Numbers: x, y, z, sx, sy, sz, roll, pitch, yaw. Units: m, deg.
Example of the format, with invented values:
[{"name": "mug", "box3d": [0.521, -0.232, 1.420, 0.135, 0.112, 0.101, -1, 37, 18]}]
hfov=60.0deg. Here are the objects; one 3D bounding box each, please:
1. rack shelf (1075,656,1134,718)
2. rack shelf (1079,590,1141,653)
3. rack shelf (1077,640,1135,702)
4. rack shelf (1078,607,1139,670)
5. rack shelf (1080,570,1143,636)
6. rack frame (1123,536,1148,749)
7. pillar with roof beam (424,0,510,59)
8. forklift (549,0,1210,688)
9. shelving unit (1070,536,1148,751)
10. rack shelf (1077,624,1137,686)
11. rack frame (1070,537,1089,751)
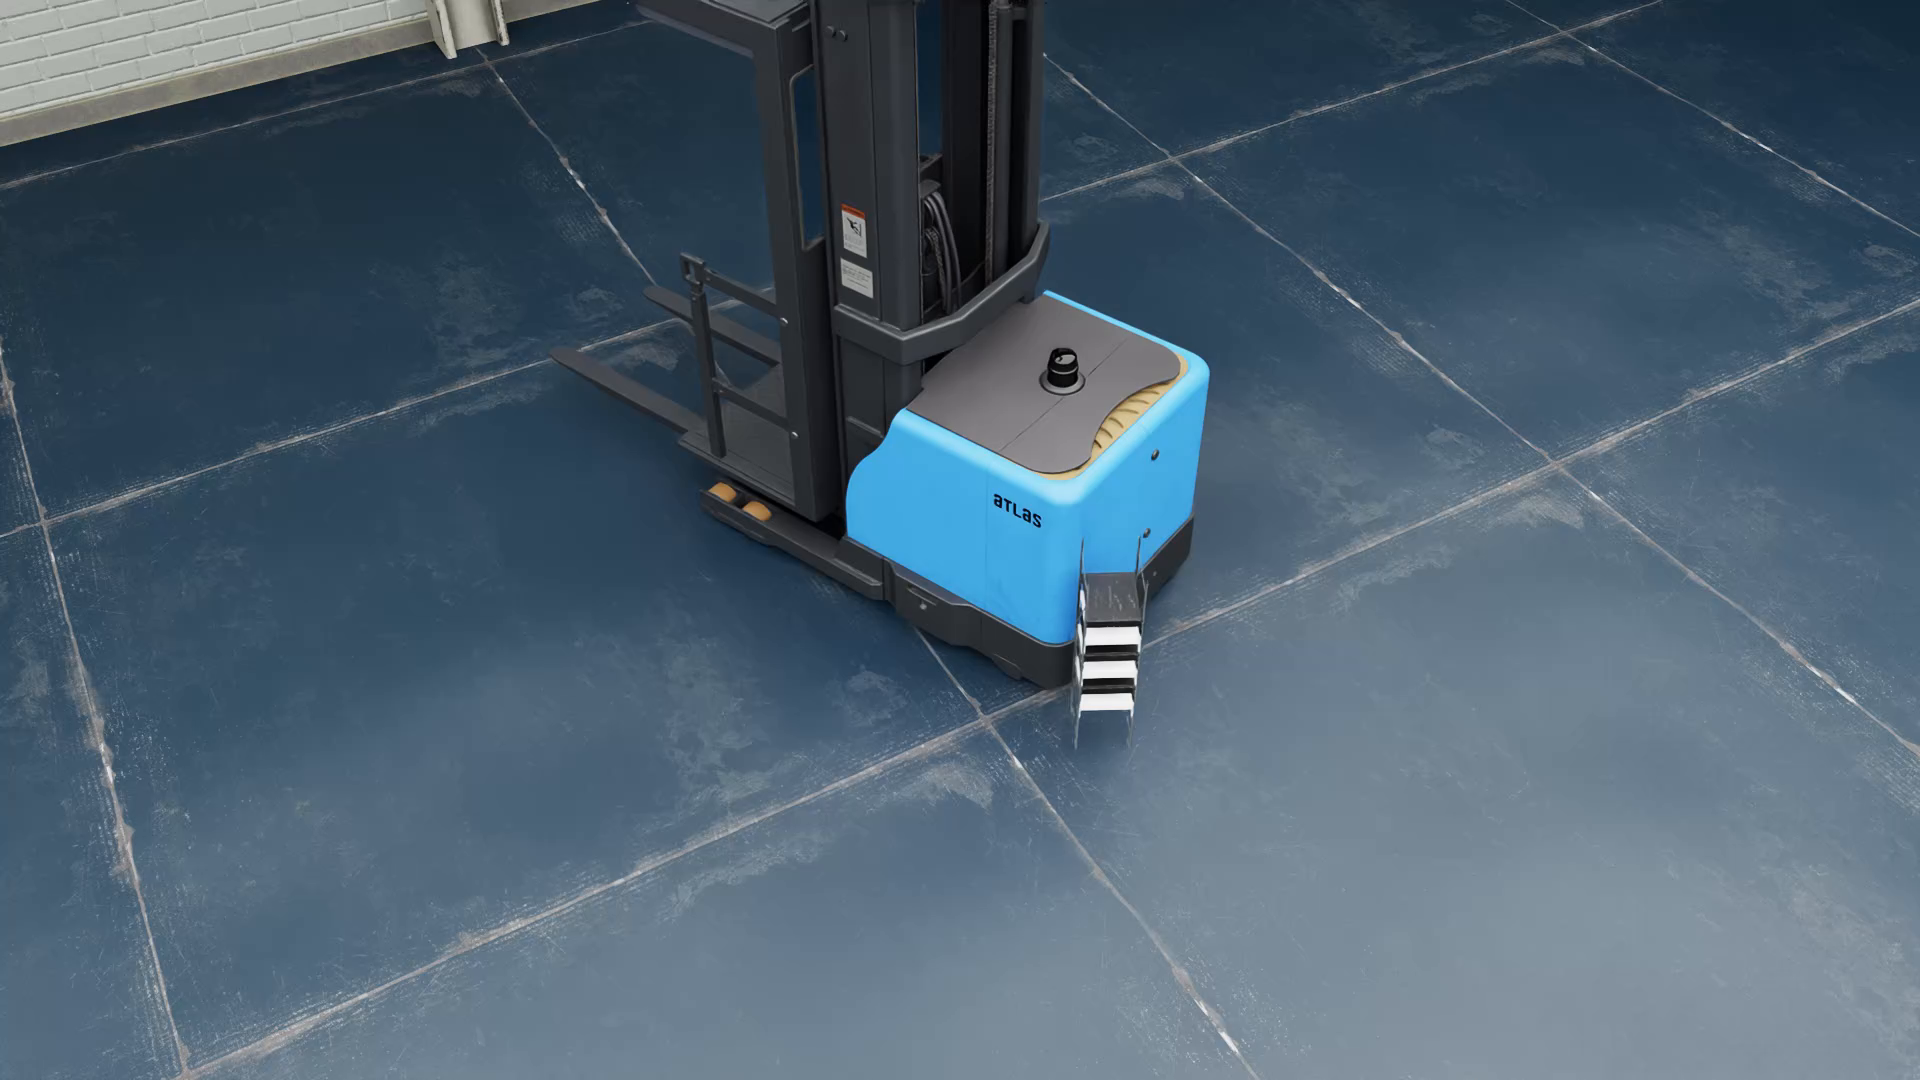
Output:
[{"name": "rack shelf", "box3d": [0.540, 0.548, 6.274, 0.200, 0.077, 0.258, -1, 44, -1]}, {"name": "rack shelf", "box3d": [0.540, 0.290, 6.023, 0.200, 0.077, 0.258, -1, 44, -1]}, {"name": "rack shelf", "box3d": [0.540, 0.484, 6.211, 0.200, 0.077, 0.258, -1, 44, -1]}, {"name": "rack shelf", "box3d": [0.540, 0.355, 6.086, 0.200, 0.077, 0.258, -1, 44, -1]}, {"name": "rack shelf", "box3d": [0.540, 0.225, 5.961, 0.200, 0.077, 0.258, -1, 44, -1]}, {"name": "rack frame", "box3d": [0.641, 0.393, 6.128, 0.006, 0.900, 0.240, -1, 44, -1]}, {"name": "pillar with roof beam", "box3d": [-0.908, -3.749, 4.581, 0.400, 9.000, 9.100, -22, 48, -21]}, {"name": "forklift", "box3d": [-0.511, -1.320, 6.435, 3.031, 2.935, 1.130, 28, 51, 26]}, {"name": "shelving unit", "box3d": [0.540, 0.395, 6.125, 0.210, 0.900, 0.258, -1, 44, -1]}, {"name": "rack shelf", "box3d": [0.540, 0.419, 6.149, 0.200, 0.077, 0.258, -1, 44, -1]}, {"name": "rack frame", "box3d": [0.438, 0.398, 6.123, 0.006, 0.900, 0.240, -1, 44, -1]}]
